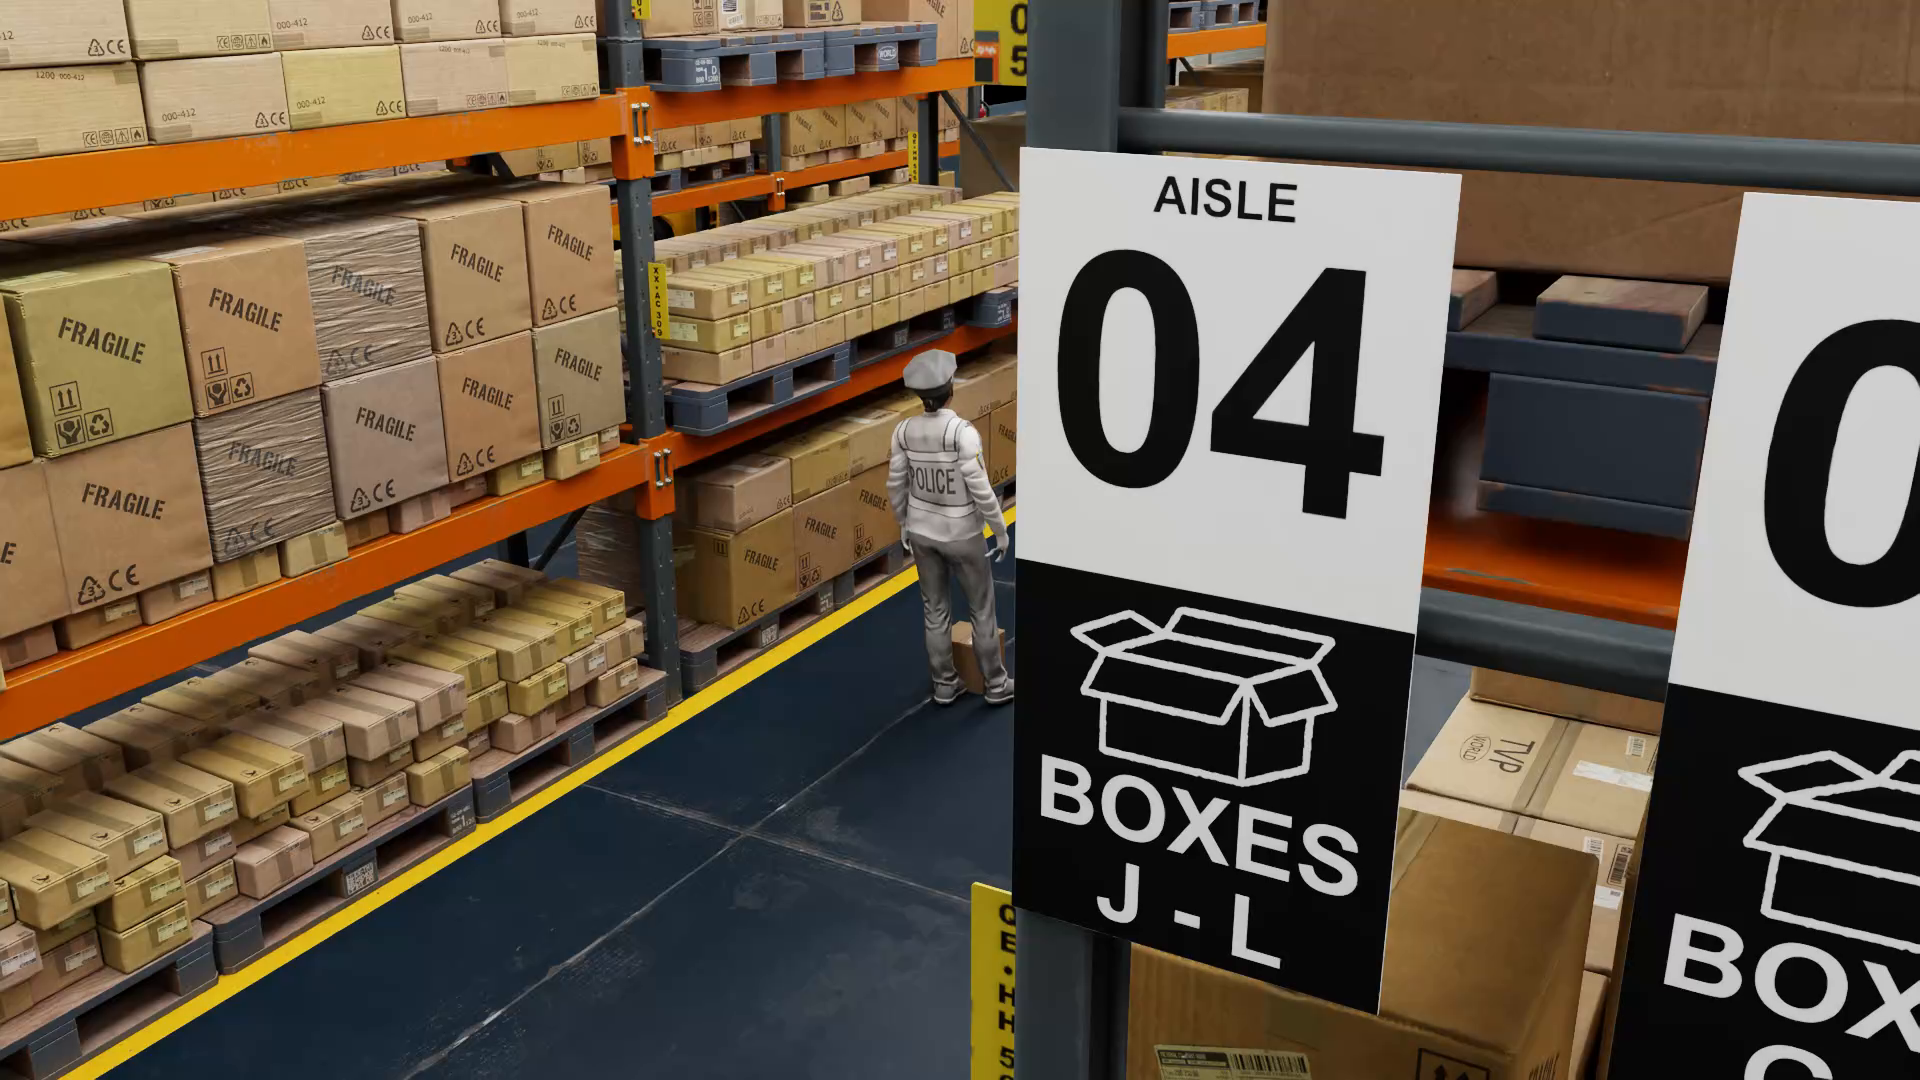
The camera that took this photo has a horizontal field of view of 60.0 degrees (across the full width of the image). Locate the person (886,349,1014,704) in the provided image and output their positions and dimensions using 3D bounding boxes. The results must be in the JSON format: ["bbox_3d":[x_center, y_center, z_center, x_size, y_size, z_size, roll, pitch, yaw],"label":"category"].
[{"bbox_3d":[-0.023,-0.052,7.640,0.586,1.694,0.531,11,22,27],"label":"person"}]
